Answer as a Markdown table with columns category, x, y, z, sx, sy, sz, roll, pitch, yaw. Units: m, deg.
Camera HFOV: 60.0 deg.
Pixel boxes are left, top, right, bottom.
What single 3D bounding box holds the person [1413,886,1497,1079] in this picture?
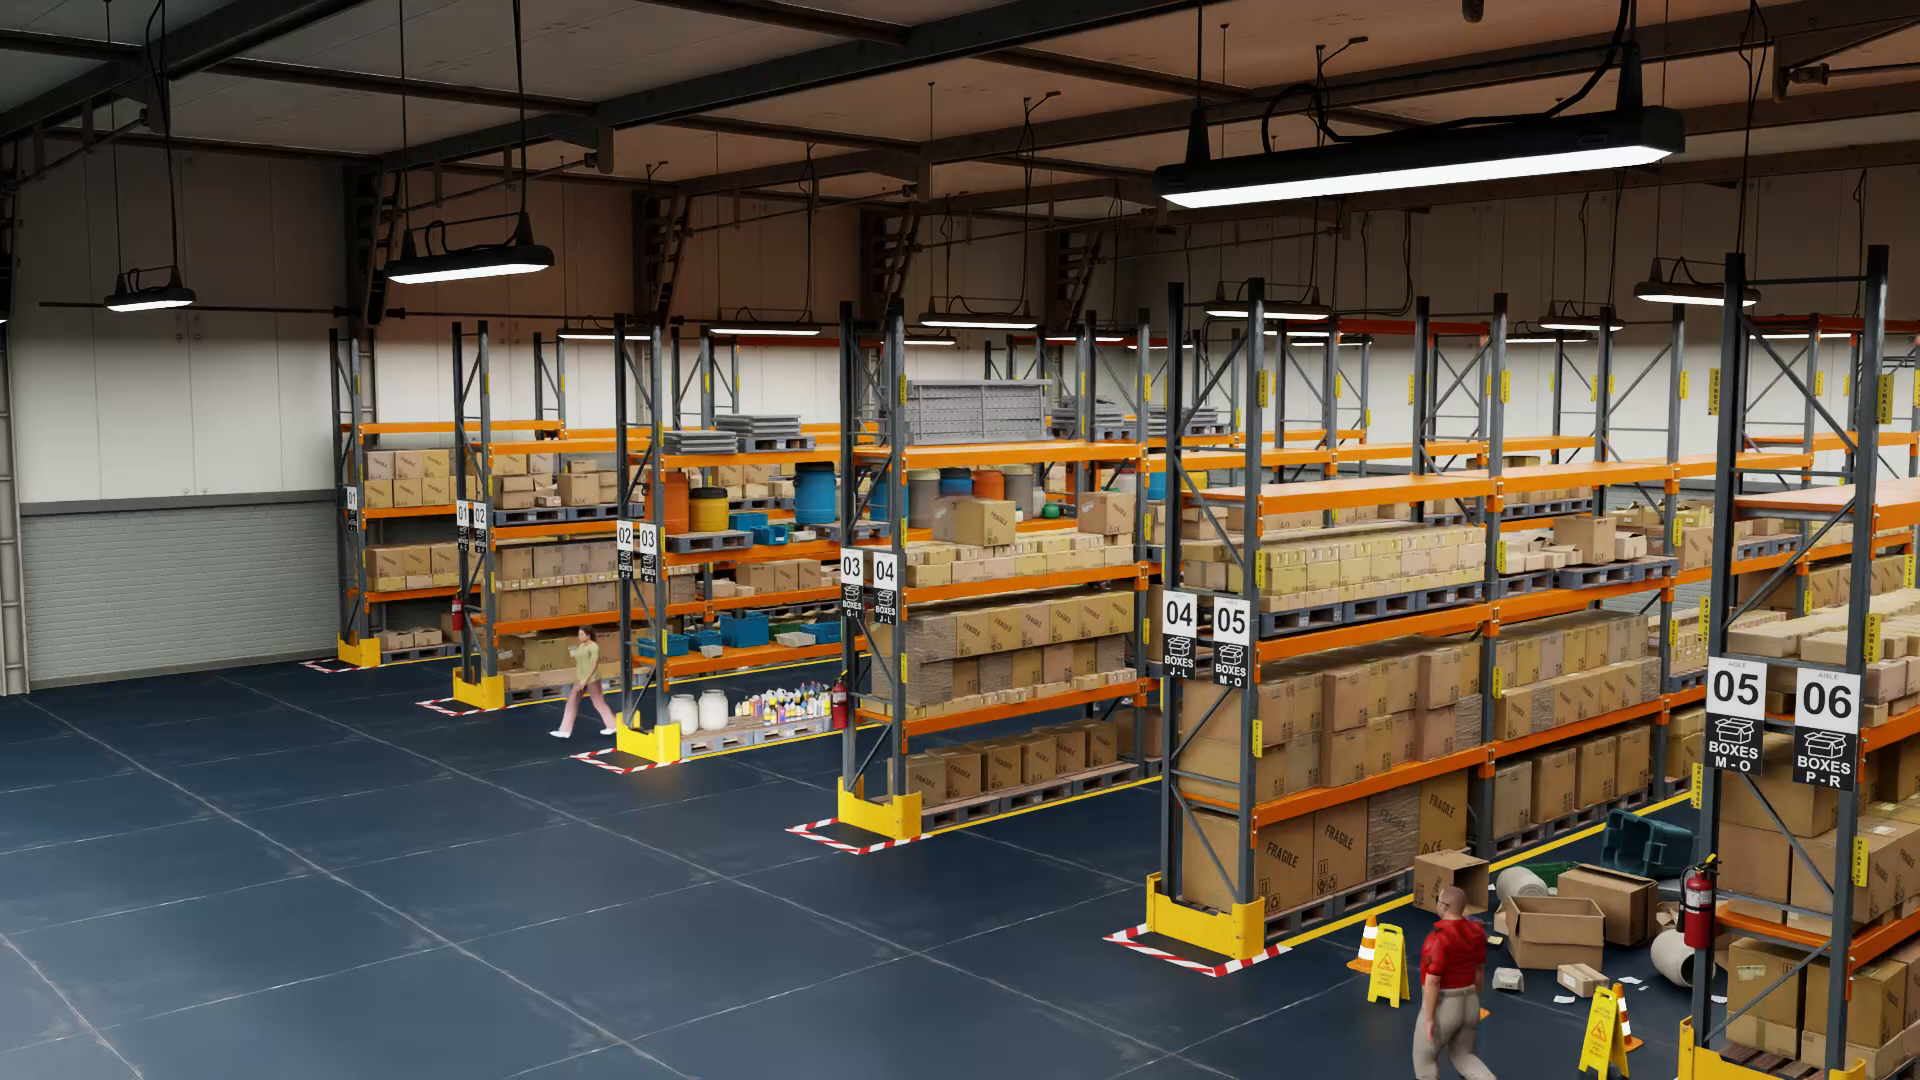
| category | x | y | z | sx | sy | sz | roll | pitch | yaw |
| --- | --- | --- | --- | --- | --- | --- | --- | --- | --- |
| person | 3.363 | 3.195 | 11.271 | 0.547 | 1.687 | 0.786 | -3 | 7 | -31 |

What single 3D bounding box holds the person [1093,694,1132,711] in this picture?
| category | x | y | z | sx | sy | sz | roll | pitch | yaw |
| --- | --- | --- | --- | --- | --- | --- | --- | --- | --- |
| person | 2.314 | 1.843 | 25.635 | 0.433 | 1.538 | 0.972 | 5 | 8 | 41 |

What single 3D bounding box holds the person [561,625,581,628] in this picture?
| category | x | y | z | sx | sy | sz | roll | pitch | yaw |
| --- | --- | --- | --- | --- | --- | --- | --- | --- | --- |
| person | -7.185 | 1.260 | 30.677 | 0.586 | 1.783 | 0.730 | 5 | 7 | 41 |

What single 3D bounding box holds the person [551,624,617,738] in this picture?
| category | x | y | z | sx | sy | sz | roll | pitch | yaw |
| --- | --- | --- | --- | --- | --- | --- | --- | --- | --- |
| person | -5.347 | 2.007 | 23.730 | 0.483 | 1.633 | 0.927 | 5 | 7 | 39 |
